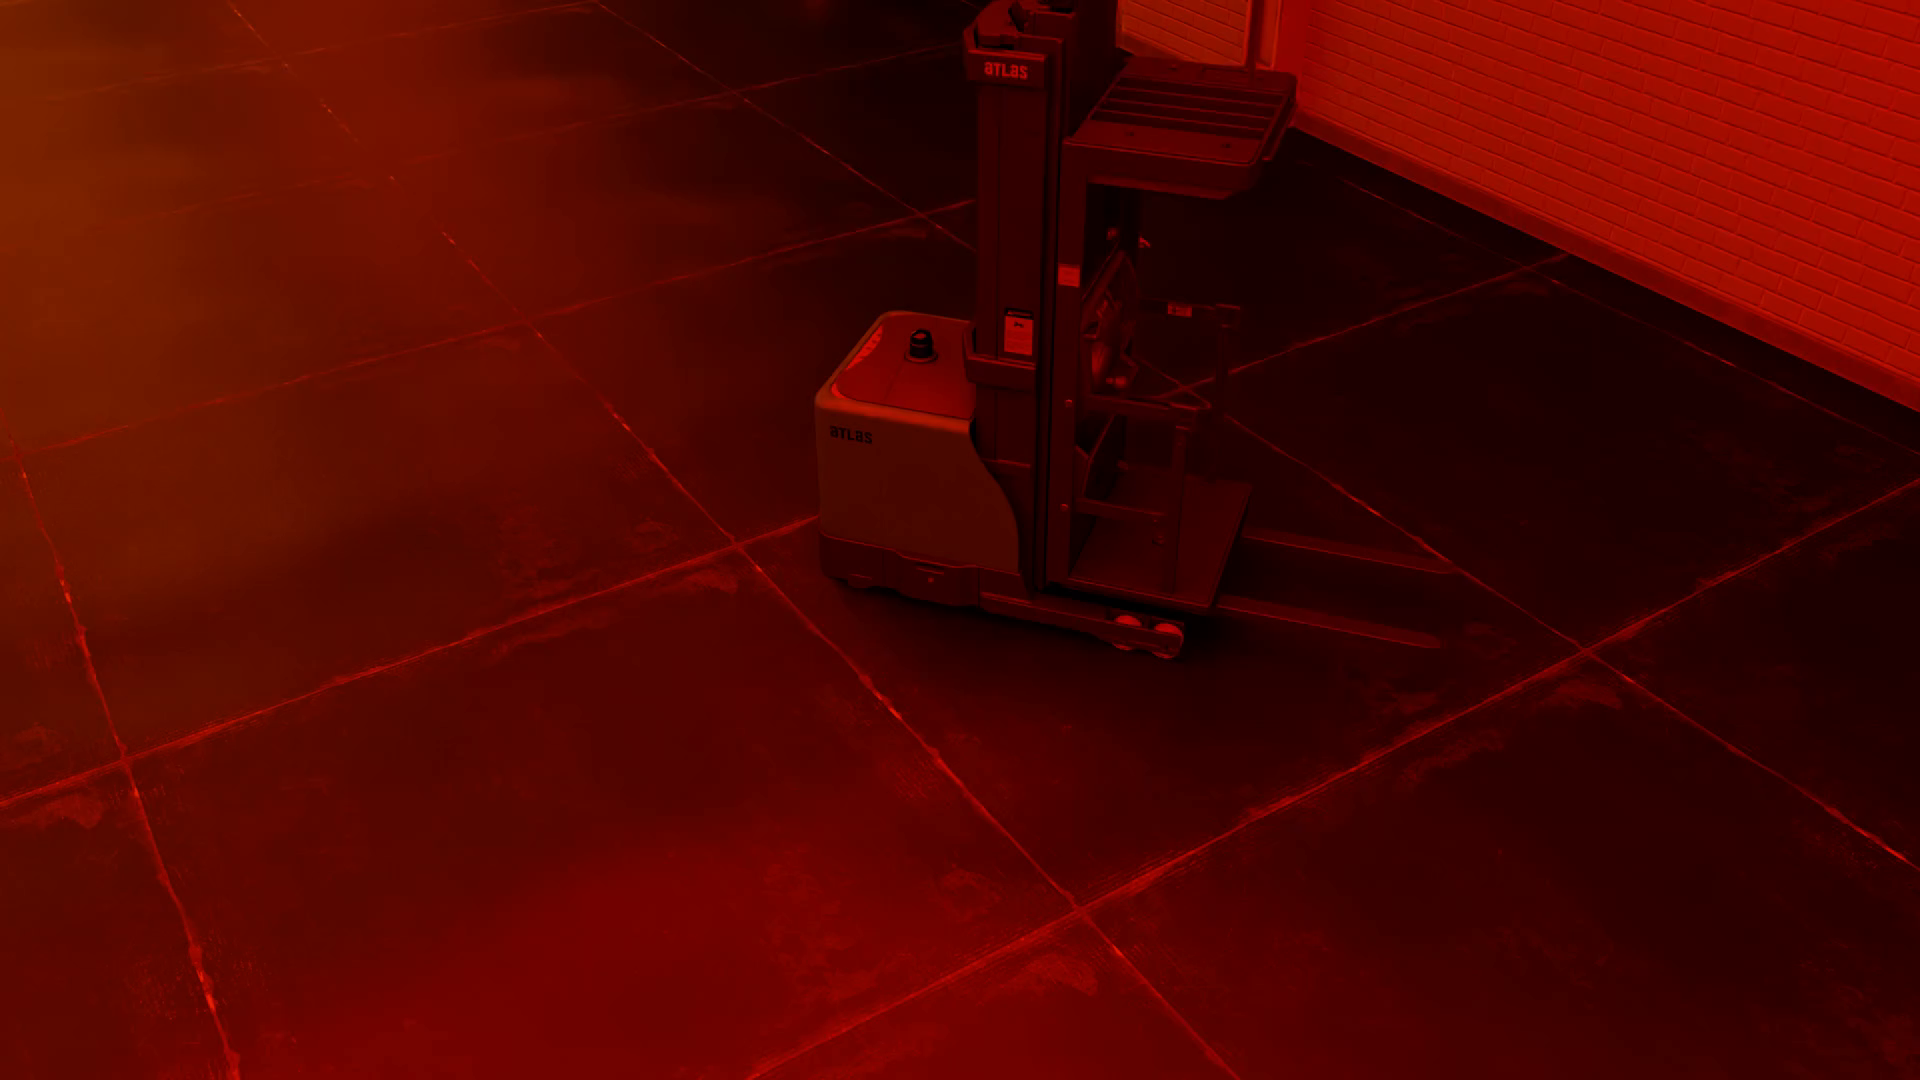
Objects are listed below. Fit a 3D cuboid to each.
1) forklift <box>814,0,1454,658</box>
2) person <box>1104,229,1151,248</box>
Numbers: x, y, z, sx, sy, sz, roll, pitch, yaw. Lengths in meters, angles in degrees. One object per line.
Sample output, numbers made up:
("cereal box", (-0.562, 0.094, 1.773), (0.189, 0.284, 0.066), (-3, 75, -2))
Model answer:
("forklift", (0.870, -0.982, 7.545), (3.031, 2.935, 1.130), (11, 37, 15))
("person", (0.545, -1.103, 9.026), (0.833, 1.423, 1.358), (6, 36, 8))
